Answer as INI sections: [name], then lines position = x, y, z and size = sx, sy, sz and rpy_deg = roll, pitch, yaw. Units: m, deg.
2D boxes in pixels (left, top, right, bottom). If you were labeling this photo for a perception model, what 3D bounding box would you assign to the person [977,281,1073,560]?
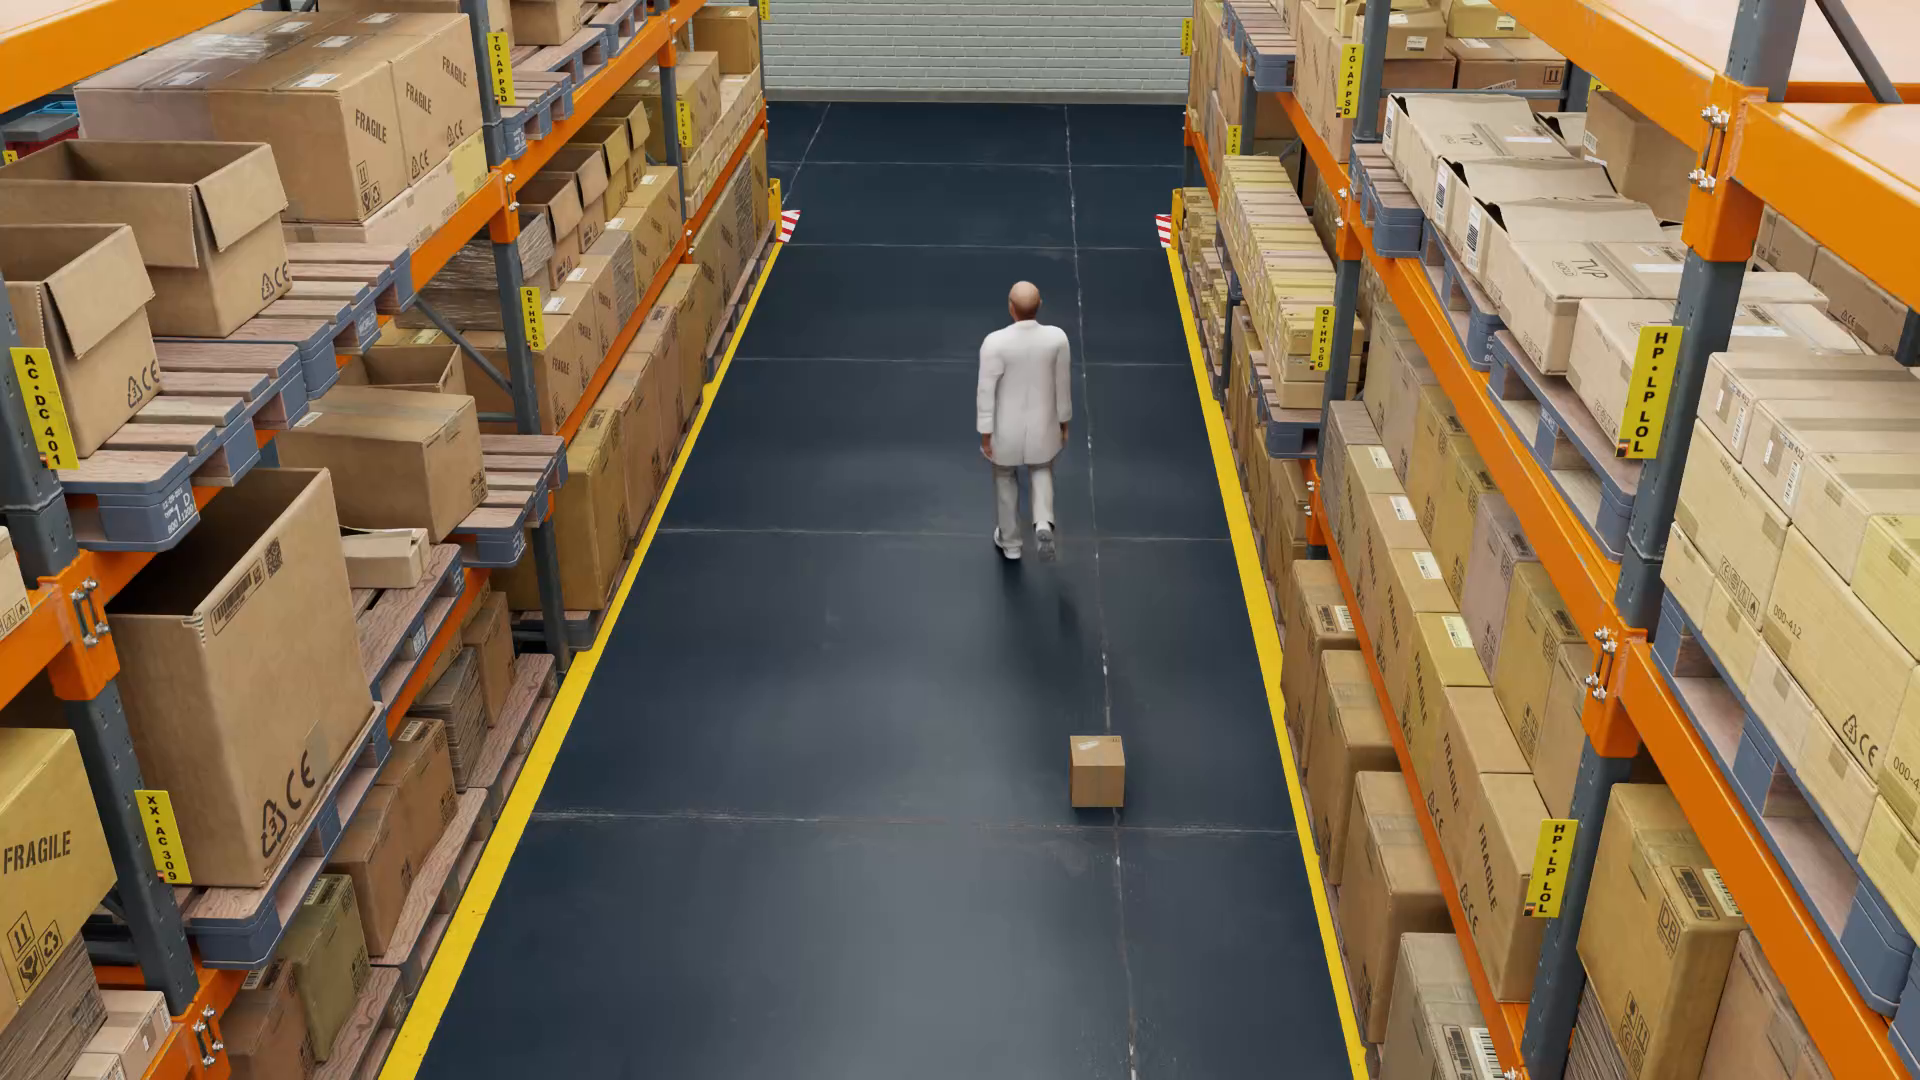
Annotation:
[person]
position = 0.387, -0.685, 9.887
size = 0.600, 1.769, 0.631
rpy_deg = -5, 28, -9
